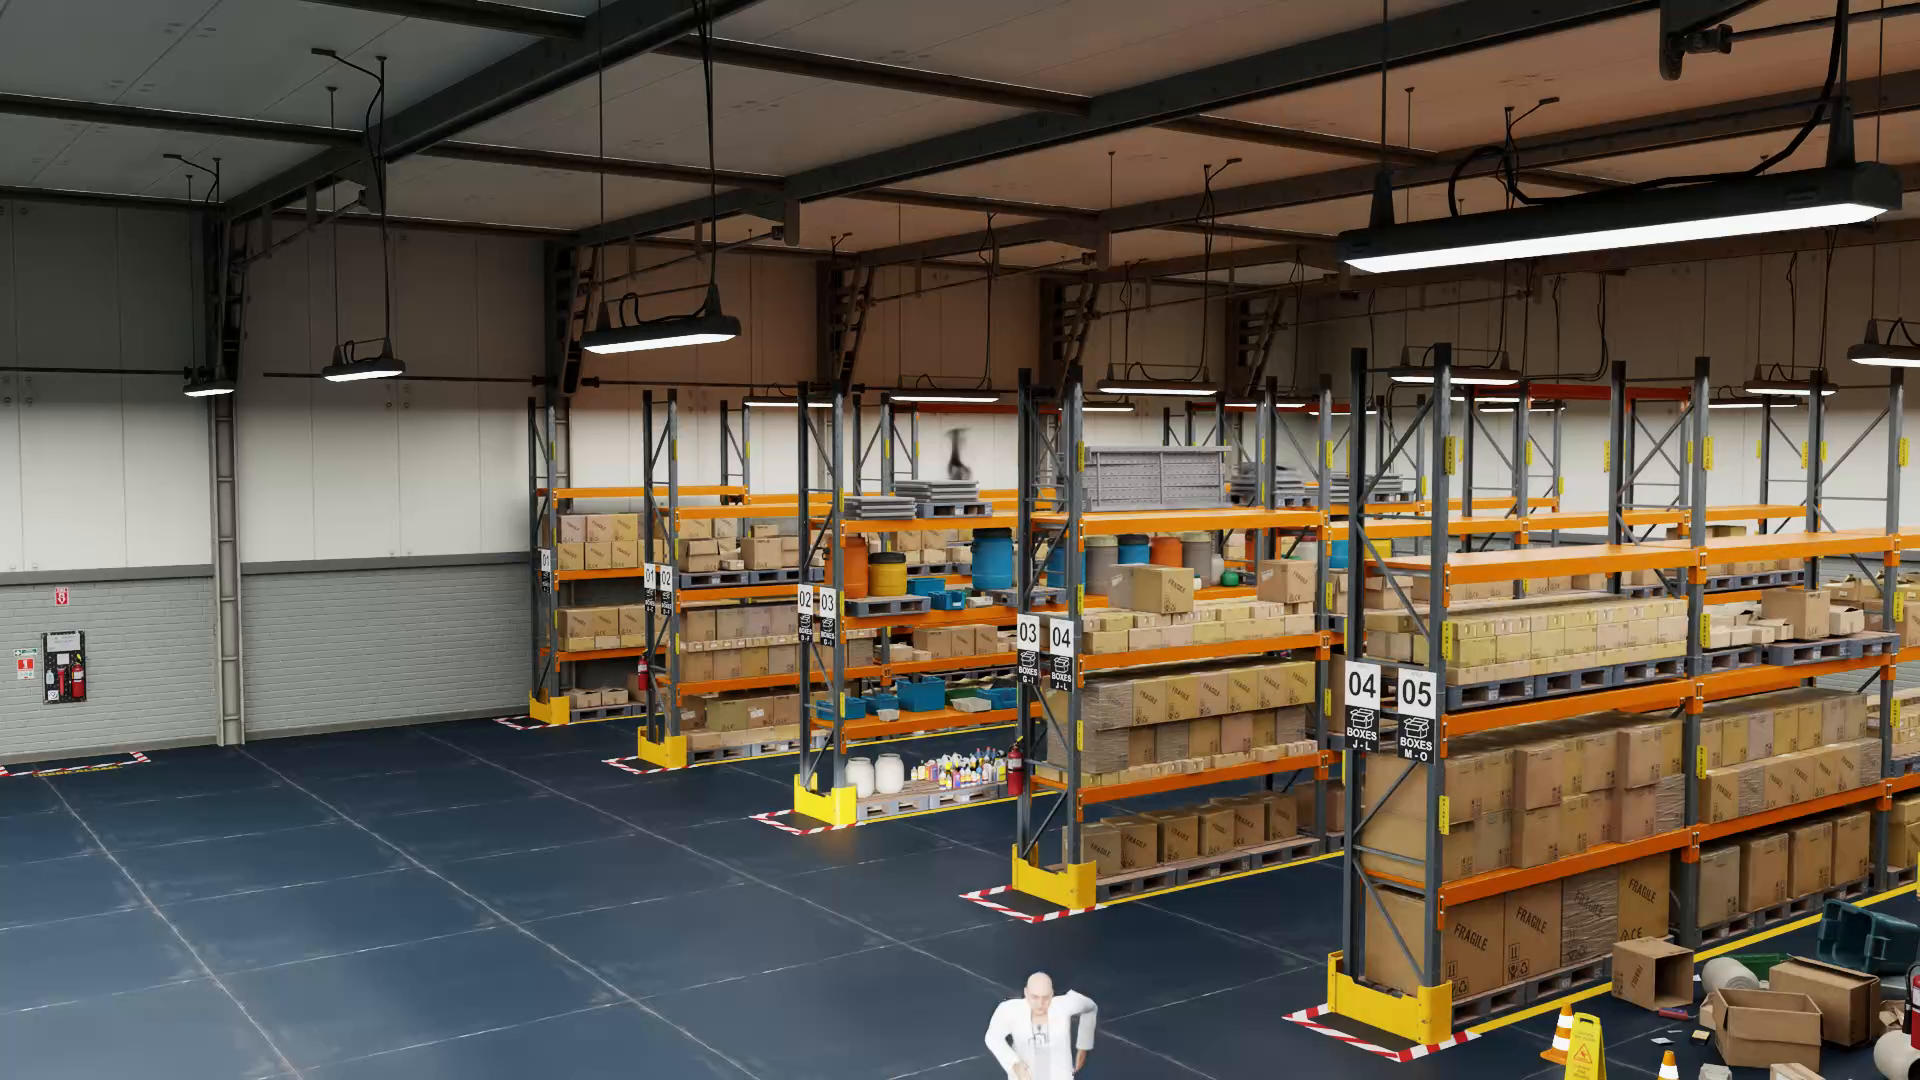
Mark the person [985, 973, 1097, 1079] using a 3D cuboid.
[{"bbox_3d":[0.542,3.729,11.277,0.751,1.629,1.071,0,3,0],"label":"person"}]

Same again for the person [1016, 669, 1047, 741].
[{"bbox_3d":[1.266,2.676,27.545,1.074,1.770,0.699,-3,5,-44],"label":"person"}]
